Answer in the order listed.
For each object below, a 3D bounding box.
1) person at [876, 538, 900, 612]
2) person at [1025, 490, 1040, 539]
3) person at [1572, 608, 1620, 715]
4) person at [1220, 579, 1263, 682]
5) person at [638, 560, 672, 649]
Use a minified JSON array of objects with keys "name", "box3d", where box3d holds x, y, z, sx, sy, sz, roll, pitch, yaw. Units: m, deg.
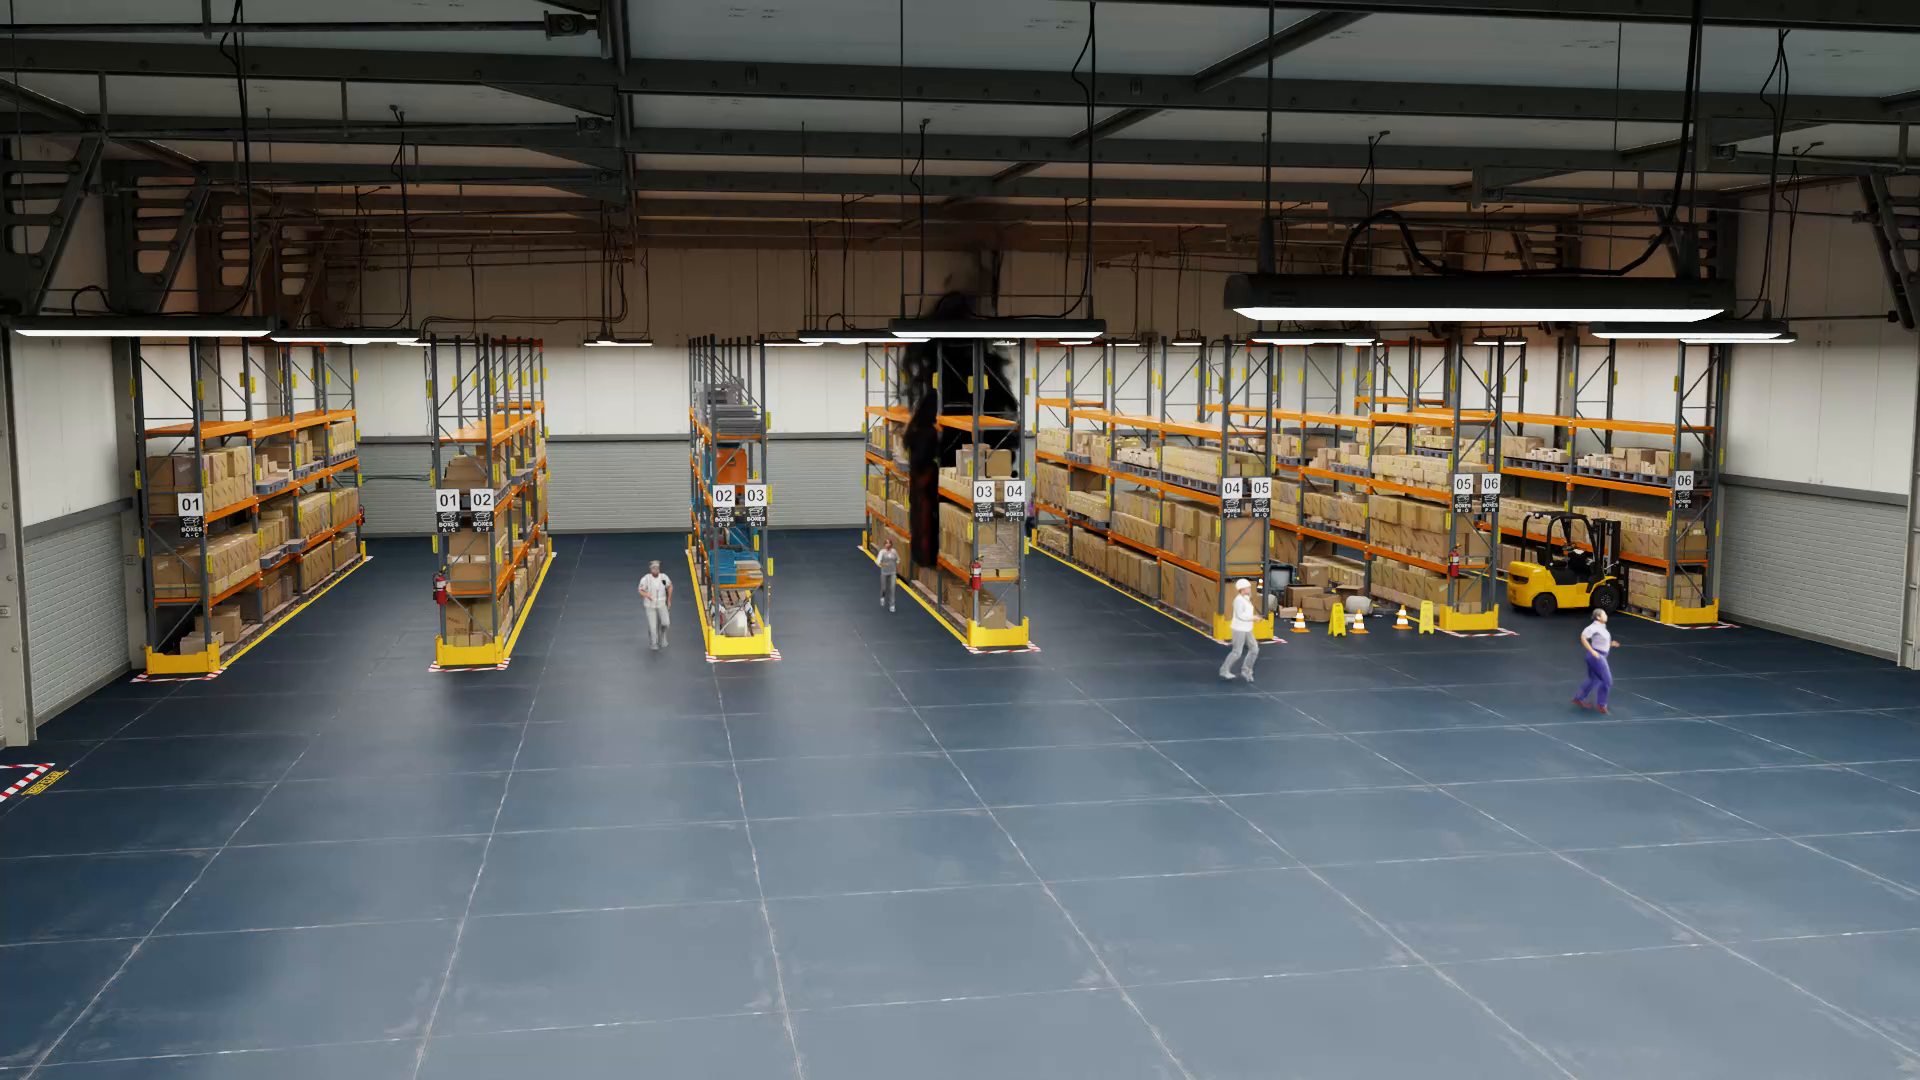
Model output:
[{"name":"person","box3d":[-1.566,0.746,36.471,0.545,1.573,0.883,-1,7,-10]},{"name":"person","box3d":[2.121,-0.749,49.937,0.607,1.492,0.607,1,7,11]},{"name":"person","box3d":[10.045,1.931,26.272,0.671,1.705,0.592,3,7,26]},{"name":"person","box3d":[4.869,1.586,28.658,0.748,1.850,0.675,3,7,28]},{"name":"person","box3d":[-5.777,1.236,31.661,0.680,1.729,0.697,-2,7,-19]}]
